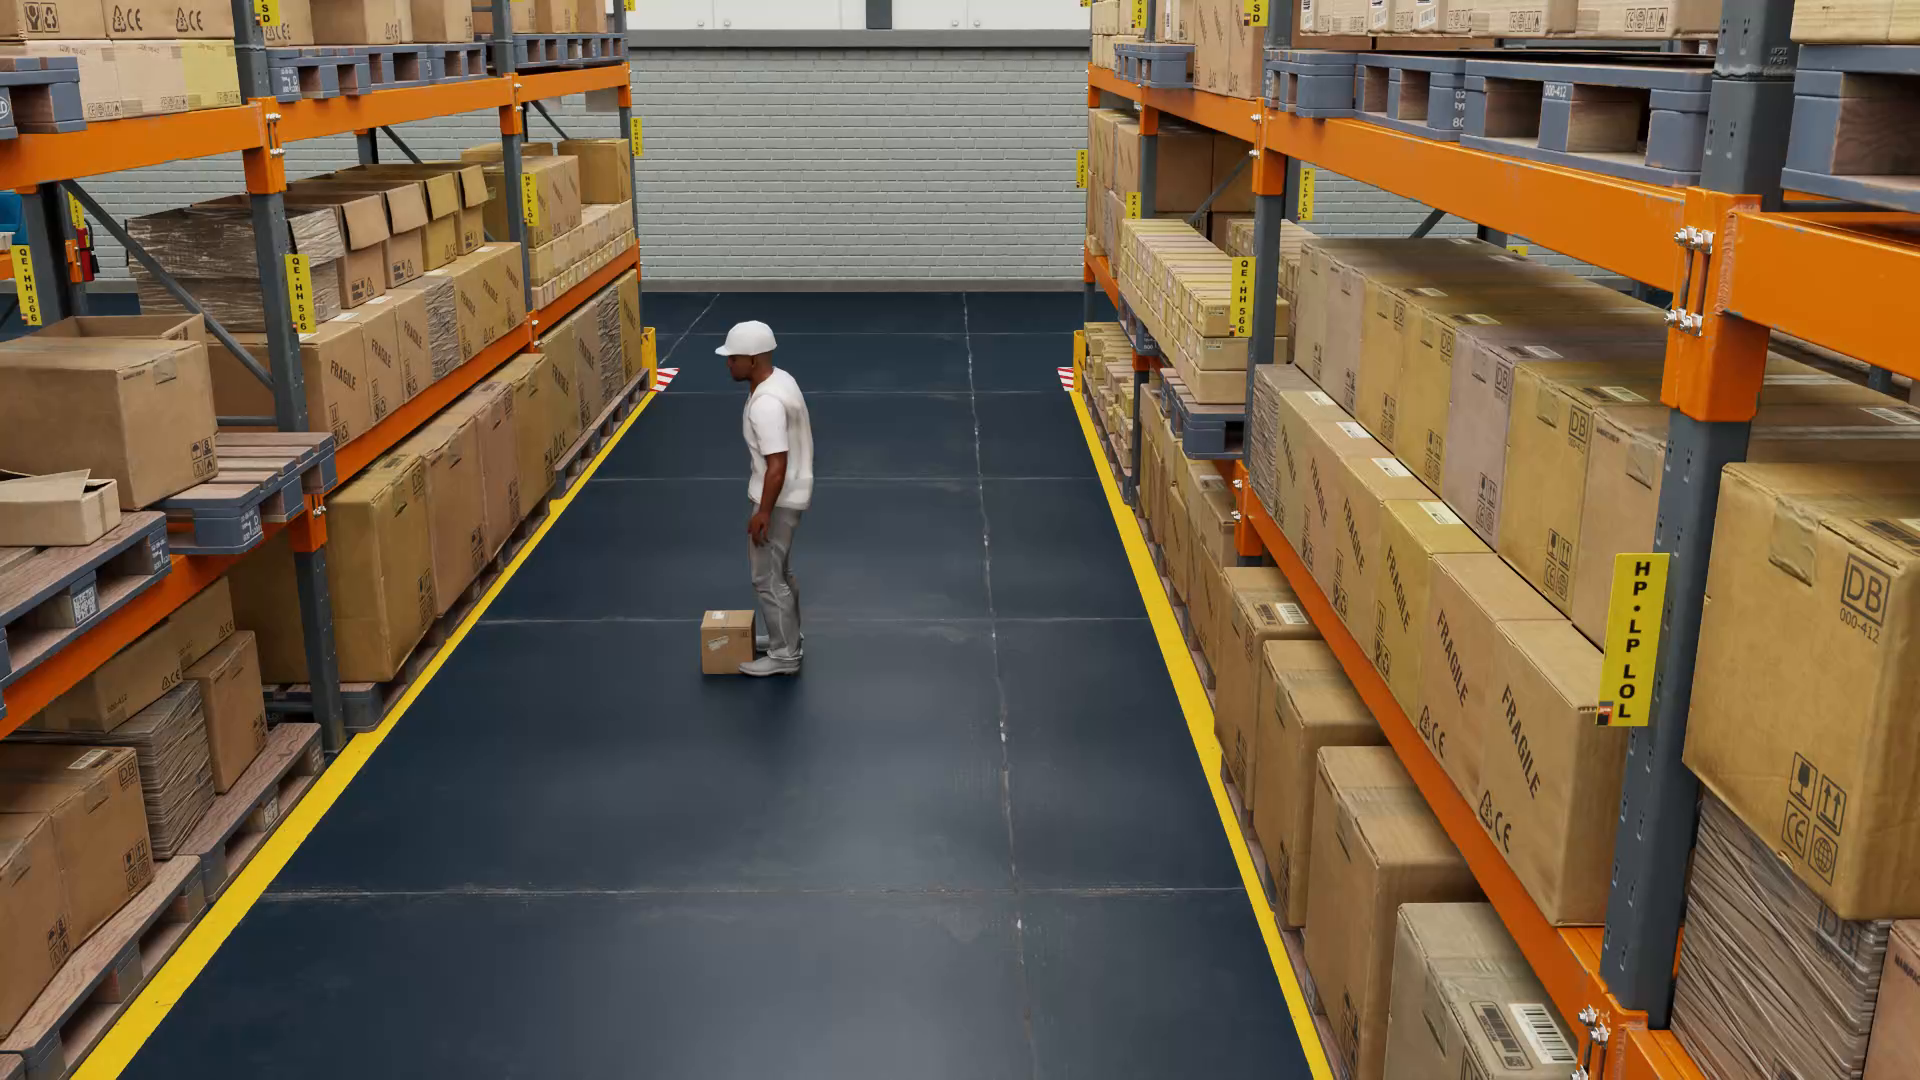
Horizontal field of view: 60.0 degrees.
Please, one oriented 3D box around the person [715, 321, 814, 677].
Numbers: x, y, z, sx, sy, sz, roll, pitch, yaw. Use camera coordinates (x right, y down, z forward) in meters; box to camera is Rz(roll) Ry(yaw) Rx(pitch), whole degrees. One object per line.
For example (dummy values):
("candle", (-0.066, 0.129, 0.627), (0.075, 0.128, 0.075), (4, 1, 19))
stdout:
("person", (-0.942, -0.207, 8.189), (0.454, 1.761, 0.636), (-1, 17, -3))
